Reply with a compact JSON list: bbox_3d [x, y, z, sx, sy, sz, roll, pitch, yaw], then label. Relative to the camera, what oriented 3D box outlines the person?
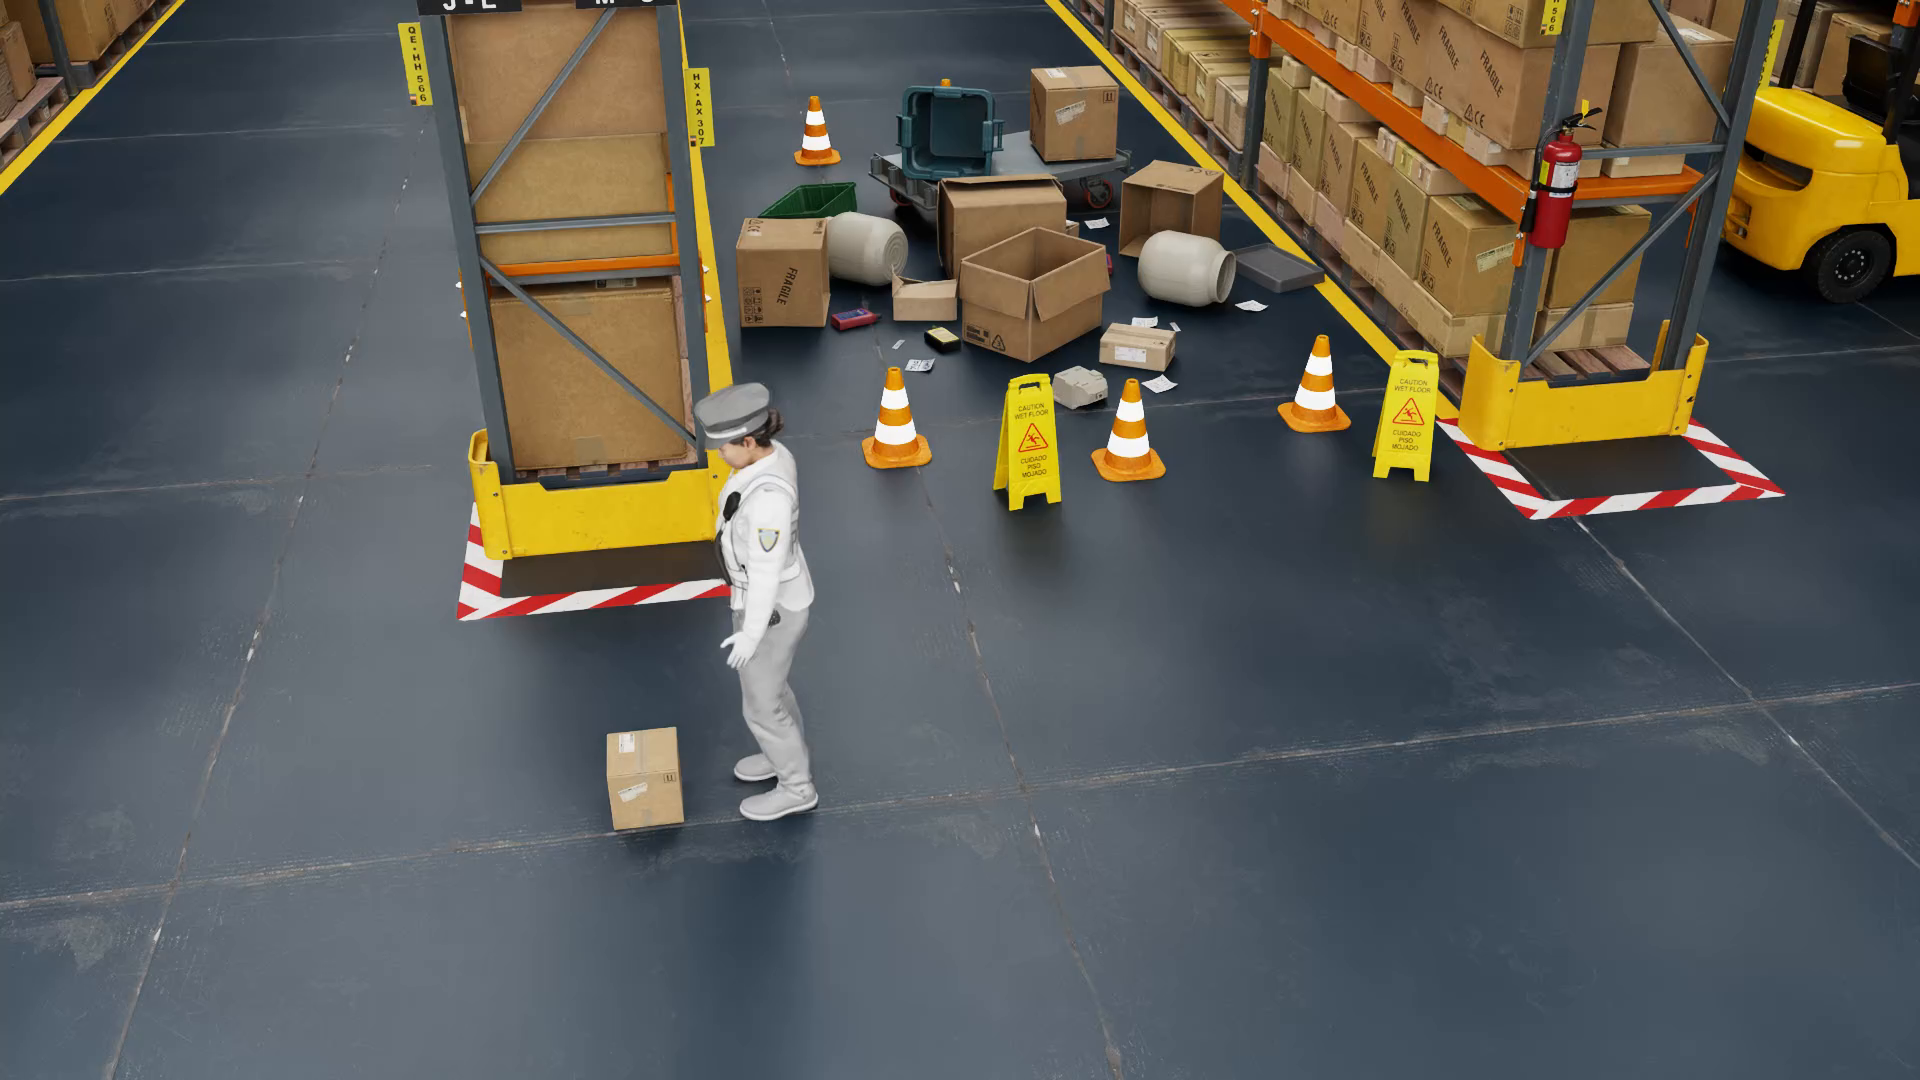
[{"bbox_3d":[-0.679,0.238,5.751,0.352,1.656,0.479,-5,31,-8],"label":"person"}]
